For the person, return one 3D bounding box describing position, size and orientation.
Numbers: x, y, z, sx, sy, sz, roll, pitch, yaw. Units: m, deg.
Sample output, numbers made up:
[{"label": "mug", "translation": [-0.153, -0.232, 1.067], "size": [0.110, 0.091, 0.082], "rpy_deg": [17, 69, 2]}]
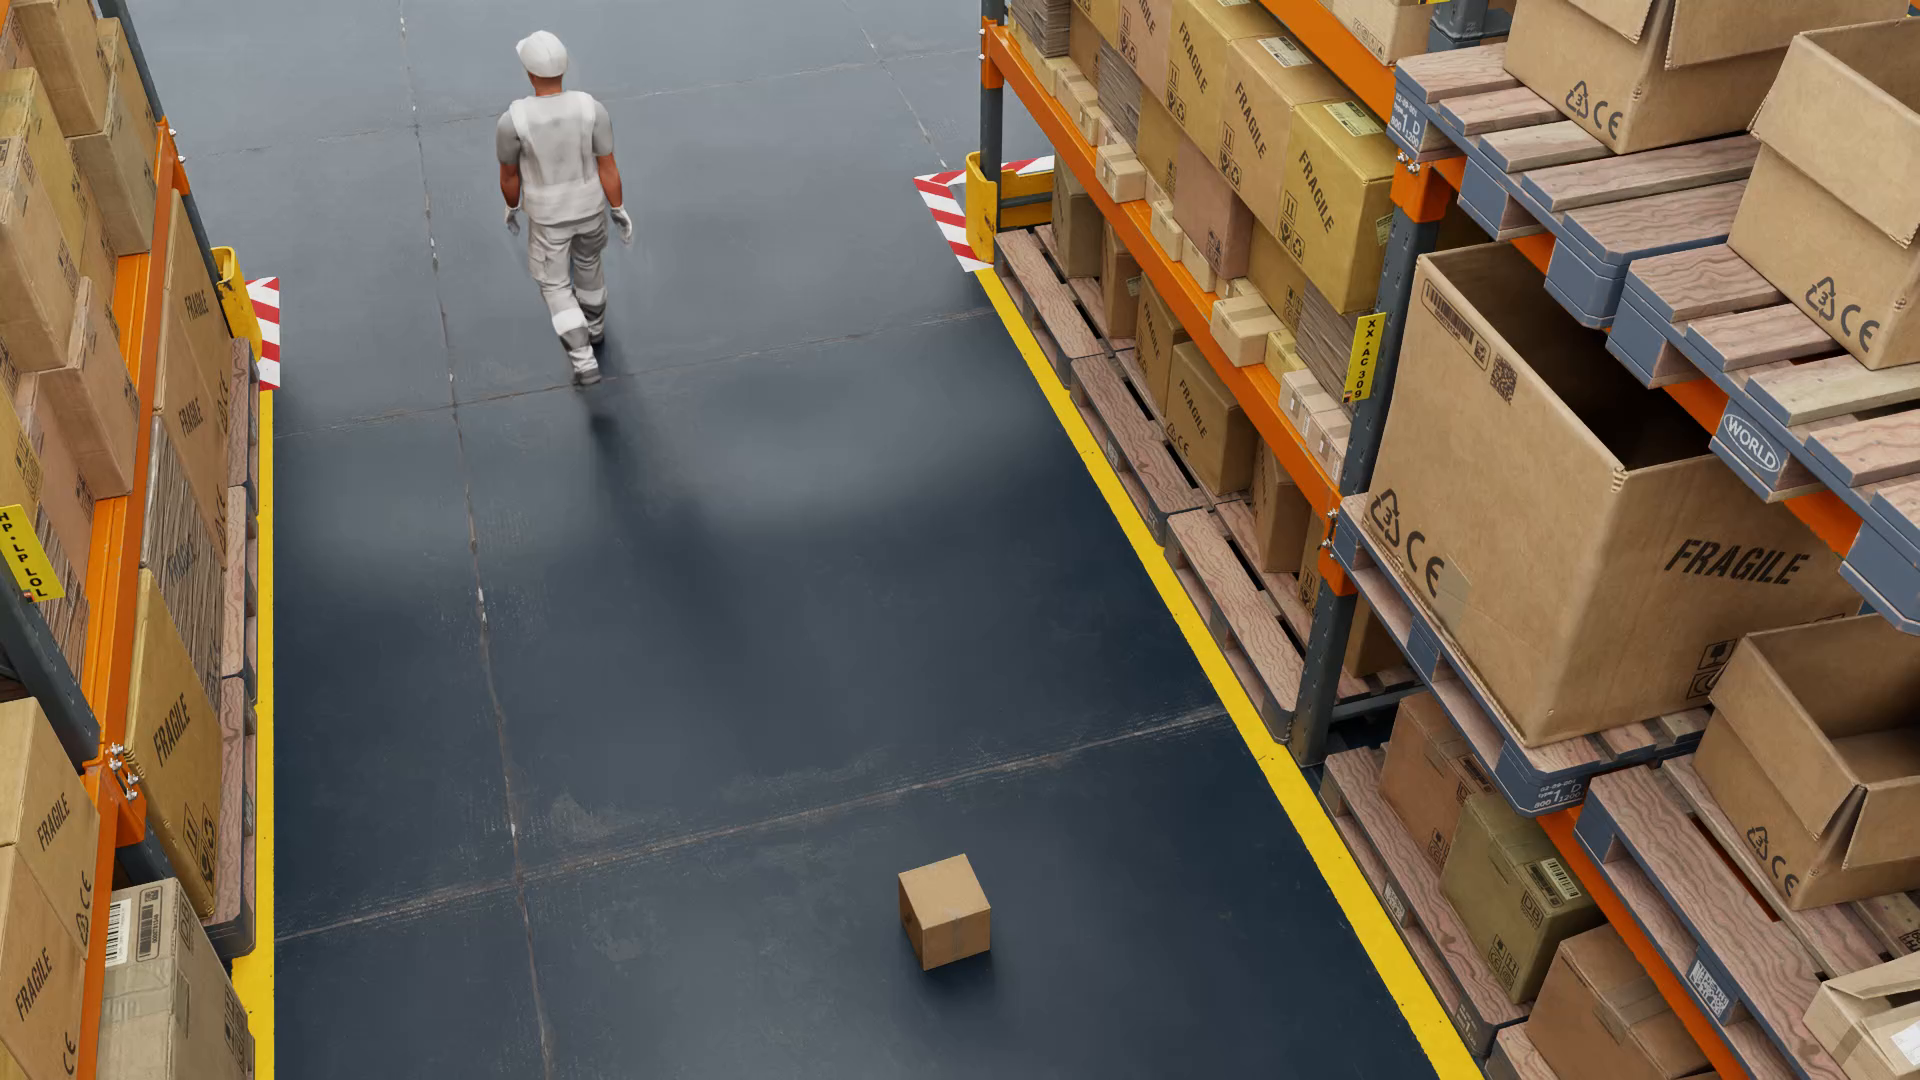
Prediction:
[{"label": "person", "translation": [-1.858, -1.554, 7.870], "size": [0.555, 1.767, 0.912], "rpy_deg": [-17, 45, -18]}]
